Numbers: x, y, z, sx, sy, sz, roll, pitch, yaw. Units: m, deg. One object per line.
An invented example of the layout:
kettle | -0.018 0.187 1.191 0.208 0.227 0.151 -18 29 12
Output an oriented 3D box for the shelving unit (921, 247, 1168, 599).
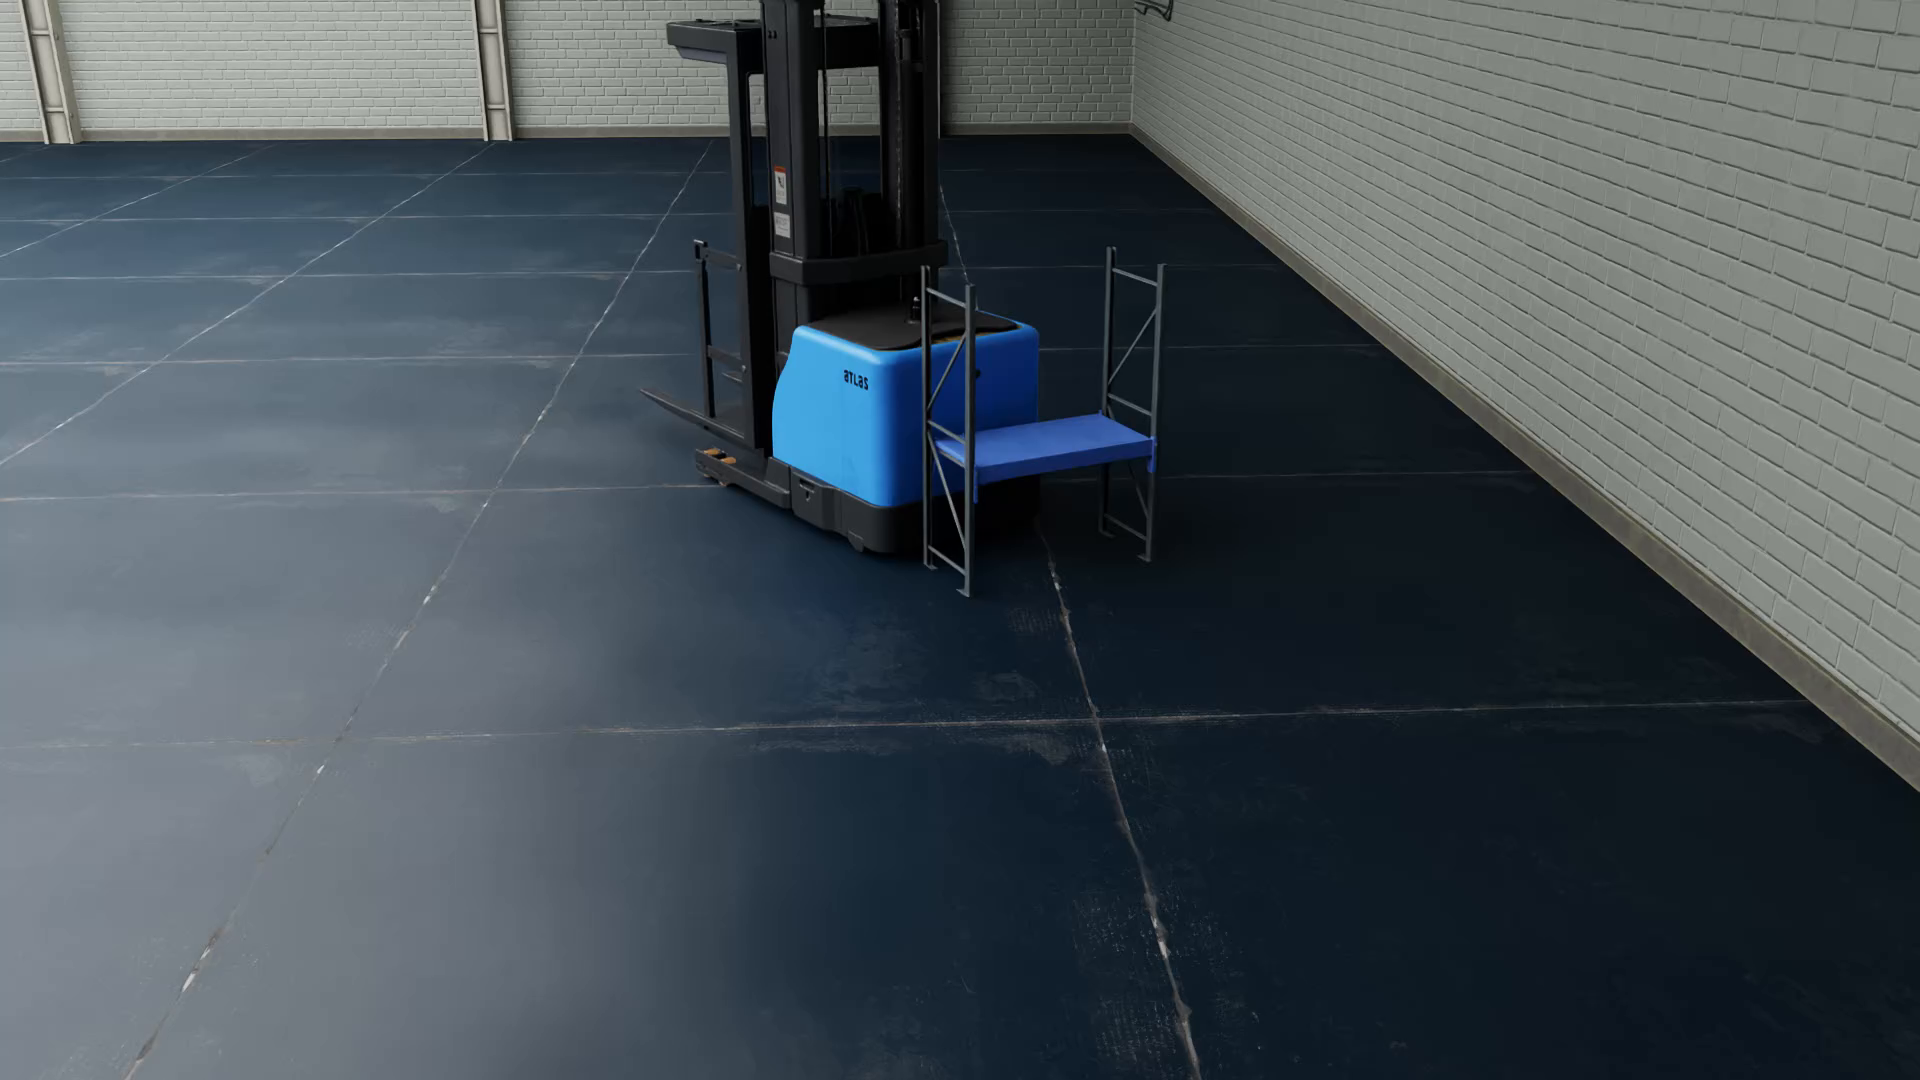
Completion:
shelving unit | 0.397 -0.585 8.050 1.048 1.500 0.538 -10 23 -25

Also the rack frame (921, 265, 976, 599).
rack frame | -0.056 -0.503 7.835 0.032 1.500 0.500 -10 23 -25

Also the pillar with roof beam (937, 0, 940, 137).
pillar with roof beam | -0.254 -8.459 18.191 0.400 9.000 9.100 -1 21 -3

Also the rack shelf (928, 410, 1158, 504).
rack shelf | 0.397 -0.417 8.114 1.000 0.185 0.538 -10 23 -25

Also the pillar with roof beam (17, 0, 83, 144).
pillar with roof beam | -12.234 -8.215 17.551 0.400 9.000 9.100 -1 21 -3

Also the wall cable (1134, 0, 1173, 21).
wall cable | 2.517 -8.127 21.684 0.112 2.526 3.097 -1 21 -3

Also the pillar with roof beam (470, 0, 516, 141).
pillar with roof beam | -6.244 -8.337 17.871 0.400 9.000 9.100 -1 21 -3

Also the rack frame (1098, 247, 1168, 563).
rack frame | 0.851 -0.667 8.264 0.032 1.500 0.500 -10 23 -25

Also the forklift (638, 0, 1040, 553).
forklift | -0.865 -1.764 9.135 1.130 2.935 3.031 -15 25 -34
